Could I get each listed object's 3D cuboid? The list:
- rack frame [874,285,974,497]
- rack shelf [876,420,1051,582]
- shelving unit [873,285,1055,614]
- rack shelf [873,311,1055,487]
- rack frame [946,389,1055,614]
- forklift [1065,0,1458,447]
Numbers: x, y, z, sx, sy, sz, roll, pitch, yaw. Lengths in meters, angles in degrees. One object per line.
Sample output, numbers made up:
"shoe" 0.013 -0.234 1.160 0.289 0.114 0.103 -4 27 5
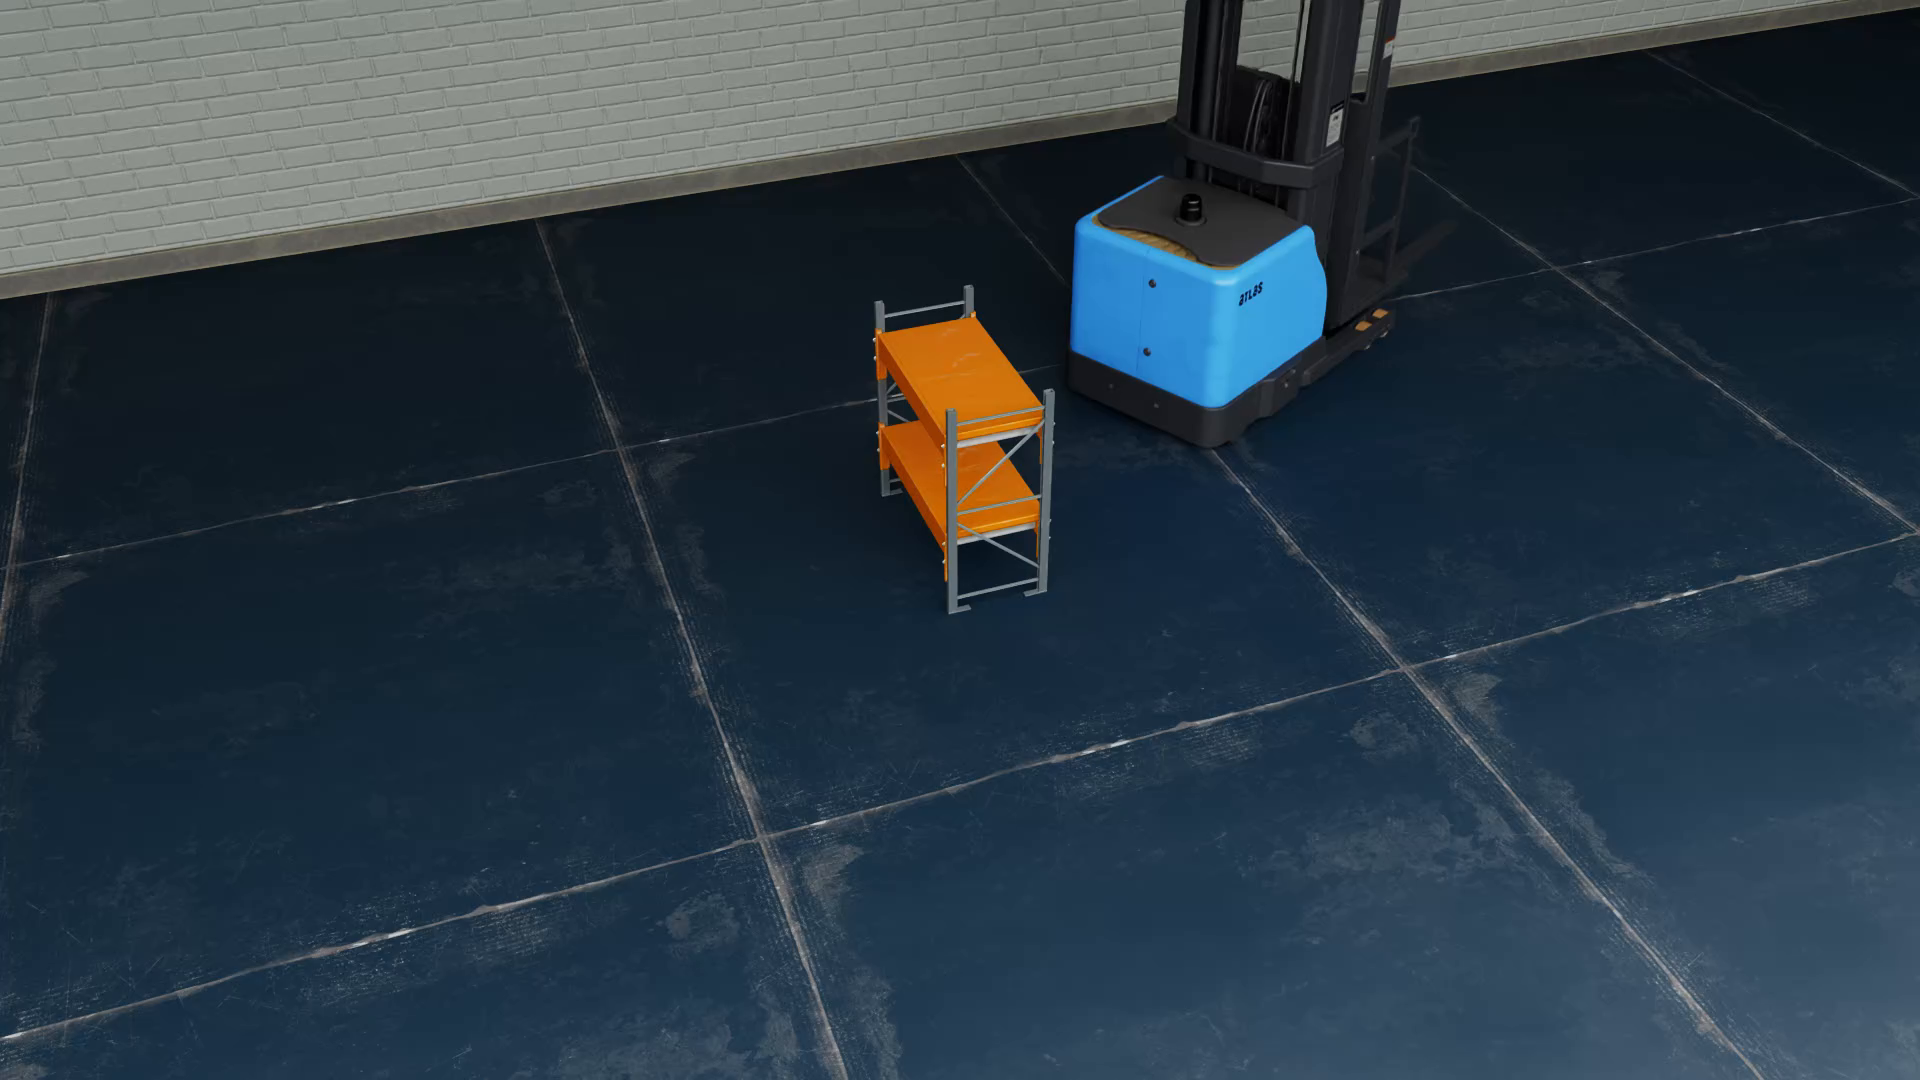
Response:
"rack frame" -0.173 -0.733 8.348 0.500 1.125 0.032 -12 39 -16
"rack shelf" 0.002 -0.250 8.114 0.538 0.278 1.000 -12 39 -16
"shelving unit" 0.002 -0.445 7.967 0.538 1.125 1.048 -12 39 -16
"rack shelf" 0.002 -0.679 7.791 0.538 0.278 1.000 -12 39 -16
"rack frame" 0.177 -0.158 7.586 0.500 1.125 0.032 -12 39 -16
"forklift" 1.941 -2.472 9.156 1.130 2.935 3.031 28 45 32
